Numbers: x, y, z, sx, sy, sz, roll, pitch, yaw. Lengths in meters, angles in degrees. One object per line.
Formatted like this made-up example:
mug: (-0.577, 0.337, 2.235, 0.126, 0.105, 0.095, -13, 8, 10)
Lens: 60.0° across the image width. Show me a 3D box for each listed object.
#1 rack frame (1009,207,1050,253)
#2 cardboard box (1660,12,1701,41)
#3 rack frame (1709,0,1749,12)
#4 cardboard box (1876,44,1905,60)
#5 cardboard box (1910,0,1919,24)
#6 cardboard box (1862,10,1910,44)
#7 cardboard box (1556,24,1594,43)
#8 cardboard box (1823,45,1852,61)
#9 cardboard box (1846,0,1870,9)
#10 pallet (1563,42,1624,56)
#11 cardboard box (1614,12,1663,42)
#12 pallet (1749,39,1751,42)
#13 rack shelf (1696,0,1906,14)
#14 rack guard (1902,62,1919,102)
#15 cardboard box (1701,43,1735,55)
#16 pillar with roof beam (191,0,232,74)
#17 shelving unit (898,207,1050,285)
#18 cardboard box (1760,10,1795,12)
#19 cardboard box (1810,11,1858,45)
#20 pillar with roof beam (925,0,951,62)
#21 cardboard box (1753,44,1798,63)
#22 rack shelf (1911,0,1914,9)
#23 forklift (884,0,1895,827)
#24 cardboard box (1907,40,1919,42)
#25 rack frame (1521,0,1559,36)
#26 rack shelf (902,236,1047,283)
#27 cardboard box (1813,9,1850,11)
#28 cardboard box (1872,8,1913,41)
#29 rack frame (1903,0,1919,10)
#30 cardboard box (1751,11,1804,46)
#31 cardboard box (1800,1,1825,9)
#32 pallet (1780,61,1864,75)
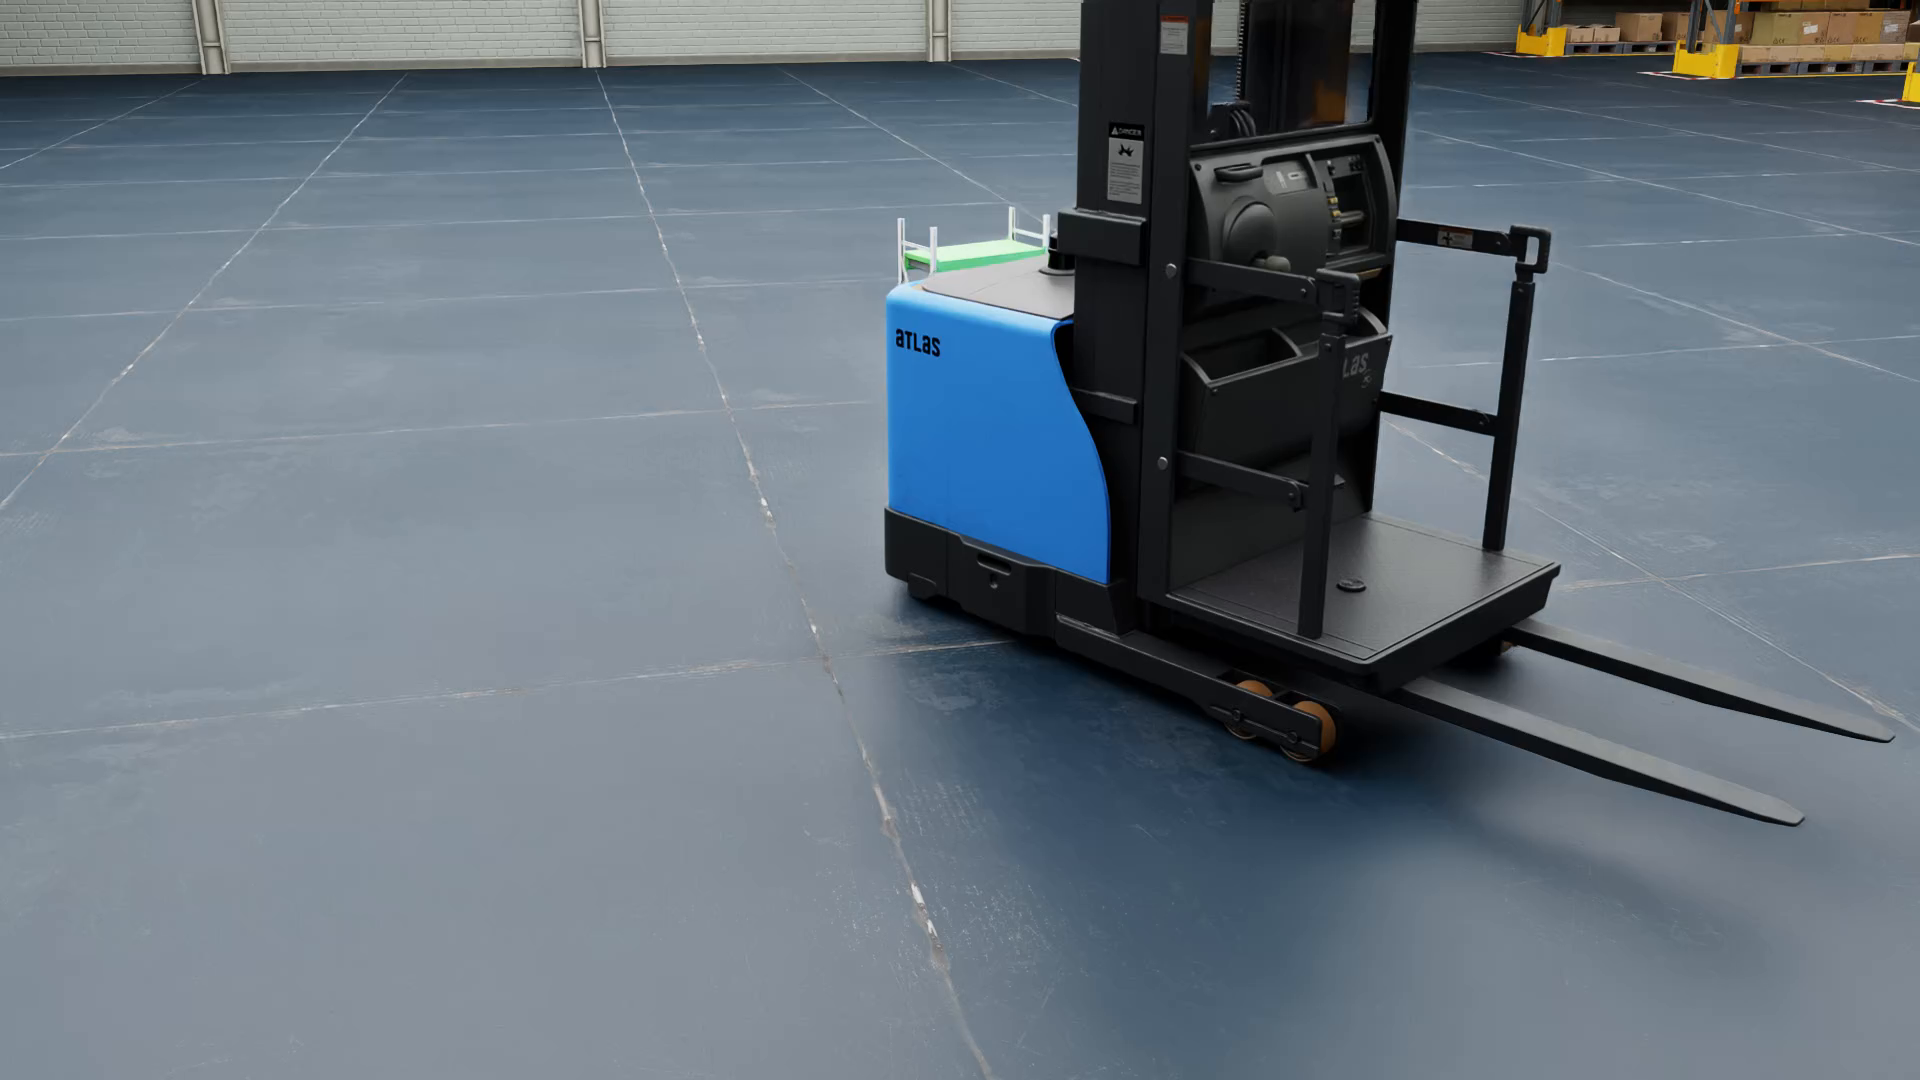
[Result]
rack frame: (0.256, -0.652, 6.349, 0.015, 1.200, 0.240, -13, 24, -31)
cardboard box: (13.705, -9.794, 31.686, 0.500, 0.500, 0.500, -6, 21, -17)
rack frame: (14.706, -10.857, 31.592, 0.127, 3.000, 1.000, -5, 21, -12)
cardboard box: (14.960, -7.959, 27.068, 0.500, 0.250, 0.500, -5, 21, -12)
cardboard box: (19.344, -10.376, 32.793, 0.750, 0.750, 0.750, -5, 21, -13)
cardboard box: (14.959, -8.312, 26.941, 0.500, 0.500, 0.500, -5, 21, -12)
cardboard box: (11.507, -9.509, 31.182, 0.500, 0.311, 0.500, -7, 21, -19)
cardboard box: (13.990, -7.875, 26.838, 0.500, 0.250, 0.500, -5, 21, -12)
cardboard box: (17.341, -10.460, 32.413, 0.500, 0.250, 0.500, -4, 21, -11)
pallet: (11.686, -9.289, 31.367, 1.213, 0.211, 1.003, -5, 21, -12)
cardboard box: (12.788, -9.684, 31.385, 0.500, 0.500, 0.700, -6, 21, -16)
pallet: (15.463, -9.610, 32.241, 1.213, 0.211, 1.003, -5, 21, -12)
rack shelf: (13.903, -8.703, 26.758, 4.000, 0.370, 1.077, -5, 21, -12)
rack guard: (13.156, -6.072, 22.164, 0.348, 0.500, 1.175, -5, 21, -12)
cardboard box: (12.411, -7.930, 26.989, 0.500, 0.250, 0.500, -5, 21, -12)
pillar with roof beam: (-11.070, -10.362, 21.518, 0.400, 9.000, 9.100, -5, 21, -12)
shelving unit: (0.052, -0.606, 6.223, 0.503, 1.200, 0.258, -13, 24, -31)
cardboard box: (13.380, -8.367, 27.091, 0.500, 0.500, 0.500, -5, 21, -12)
cardboard box: (13.990, -8.227, 26.708, 0.500, 0.500, 0.500, -5, 21, -12)
pillar with roof beam: (0.608, -11.311, 24.111, 0.400, 9.000, 9.100, -5, 21, -12)
cardboard box: (13.016, -7.797, 26.627, 0.500, 0.250, 0.500, -5, 21, -12)
rack shelf: (17.796, -9.020, 27.622, 4.000, 0.370, 1.077, -5, 21, -12)
forklift: (1.125, -0.958, 4.670, 1.130, 2.935, 3.031, -18, 27, -41)
cardboard box: (16.186, -8.235, 27.822, 0.500, 0.250, 0.500, -5, 21, -13)
rack frame: (10.813, -10.540, 30.728, 0.127, 3.000, 1.000, -5, 21, -12)
rack shelf: (0.052, -0.996, 6.080, 0.480, 0.148, 0.258, -13, 24, -31)
cardboard box: (14.353, -8.446, 27.308, 0.500, 0.500, 0.500, -5, 21, -12)
cardboard box: (15.326, -8.525, 27.524, 0.500, 0.500, 0.500, -5, 21, -12)
rack frame: (15.850, -9.199, 27.066, 0.127, 3.000, 1.000, -5, 21, -12)
cardboard box: (13.016, -8.149, 26.496, 0.500, 0.500, 0.500, -5, 21, -12)
cardboard box: (16.352, -10.384, 32.206, 0.500, 0.250, 0.500, -5, 21, -14)
pallet: (13.876, -7.743, 27.145, 1.213, 0.211, 1.003, -5, 21, -12)
